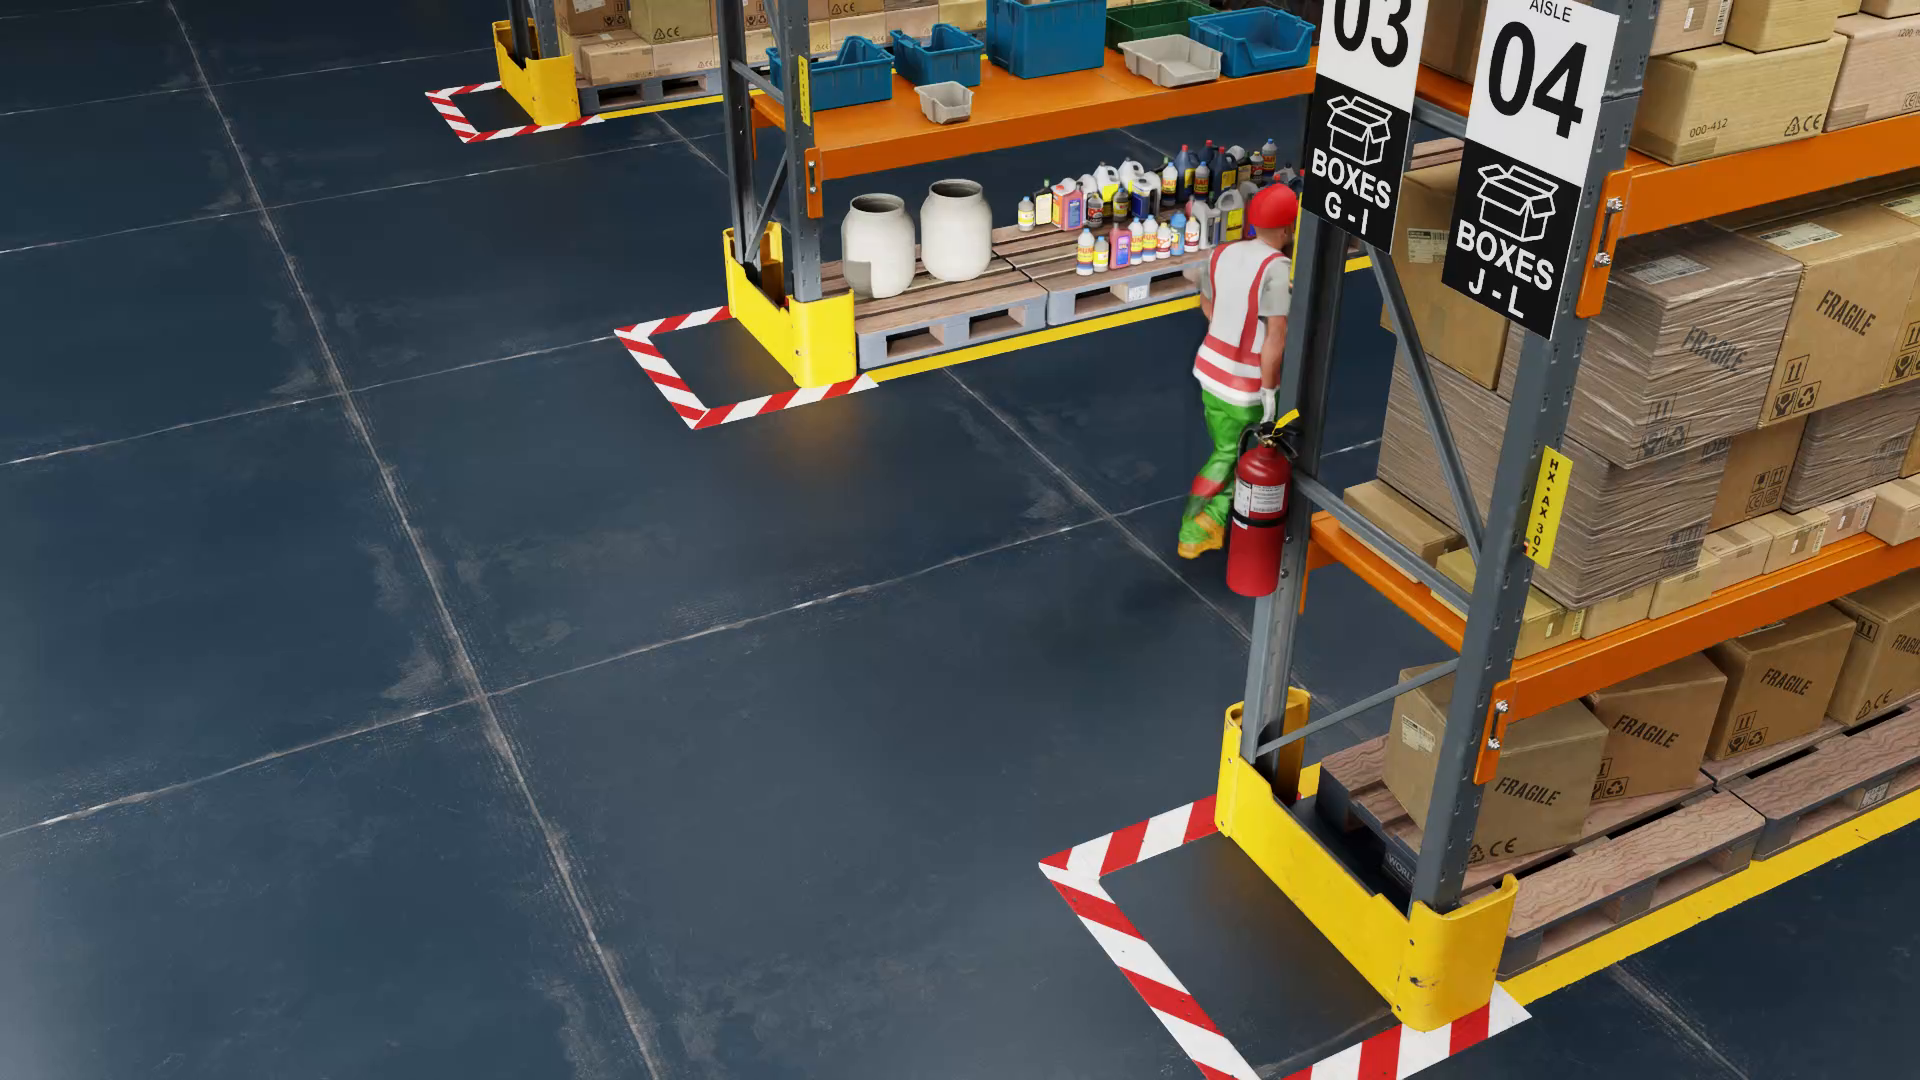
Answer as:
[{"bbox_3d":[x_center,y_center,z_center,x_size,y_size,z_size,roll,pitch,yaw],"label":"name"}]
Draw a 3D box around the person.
[{"bbox_3d":[1.271,-0.705,7.288,0.606,1.701,0.746,-20,38,-28],"label":"person"}]
